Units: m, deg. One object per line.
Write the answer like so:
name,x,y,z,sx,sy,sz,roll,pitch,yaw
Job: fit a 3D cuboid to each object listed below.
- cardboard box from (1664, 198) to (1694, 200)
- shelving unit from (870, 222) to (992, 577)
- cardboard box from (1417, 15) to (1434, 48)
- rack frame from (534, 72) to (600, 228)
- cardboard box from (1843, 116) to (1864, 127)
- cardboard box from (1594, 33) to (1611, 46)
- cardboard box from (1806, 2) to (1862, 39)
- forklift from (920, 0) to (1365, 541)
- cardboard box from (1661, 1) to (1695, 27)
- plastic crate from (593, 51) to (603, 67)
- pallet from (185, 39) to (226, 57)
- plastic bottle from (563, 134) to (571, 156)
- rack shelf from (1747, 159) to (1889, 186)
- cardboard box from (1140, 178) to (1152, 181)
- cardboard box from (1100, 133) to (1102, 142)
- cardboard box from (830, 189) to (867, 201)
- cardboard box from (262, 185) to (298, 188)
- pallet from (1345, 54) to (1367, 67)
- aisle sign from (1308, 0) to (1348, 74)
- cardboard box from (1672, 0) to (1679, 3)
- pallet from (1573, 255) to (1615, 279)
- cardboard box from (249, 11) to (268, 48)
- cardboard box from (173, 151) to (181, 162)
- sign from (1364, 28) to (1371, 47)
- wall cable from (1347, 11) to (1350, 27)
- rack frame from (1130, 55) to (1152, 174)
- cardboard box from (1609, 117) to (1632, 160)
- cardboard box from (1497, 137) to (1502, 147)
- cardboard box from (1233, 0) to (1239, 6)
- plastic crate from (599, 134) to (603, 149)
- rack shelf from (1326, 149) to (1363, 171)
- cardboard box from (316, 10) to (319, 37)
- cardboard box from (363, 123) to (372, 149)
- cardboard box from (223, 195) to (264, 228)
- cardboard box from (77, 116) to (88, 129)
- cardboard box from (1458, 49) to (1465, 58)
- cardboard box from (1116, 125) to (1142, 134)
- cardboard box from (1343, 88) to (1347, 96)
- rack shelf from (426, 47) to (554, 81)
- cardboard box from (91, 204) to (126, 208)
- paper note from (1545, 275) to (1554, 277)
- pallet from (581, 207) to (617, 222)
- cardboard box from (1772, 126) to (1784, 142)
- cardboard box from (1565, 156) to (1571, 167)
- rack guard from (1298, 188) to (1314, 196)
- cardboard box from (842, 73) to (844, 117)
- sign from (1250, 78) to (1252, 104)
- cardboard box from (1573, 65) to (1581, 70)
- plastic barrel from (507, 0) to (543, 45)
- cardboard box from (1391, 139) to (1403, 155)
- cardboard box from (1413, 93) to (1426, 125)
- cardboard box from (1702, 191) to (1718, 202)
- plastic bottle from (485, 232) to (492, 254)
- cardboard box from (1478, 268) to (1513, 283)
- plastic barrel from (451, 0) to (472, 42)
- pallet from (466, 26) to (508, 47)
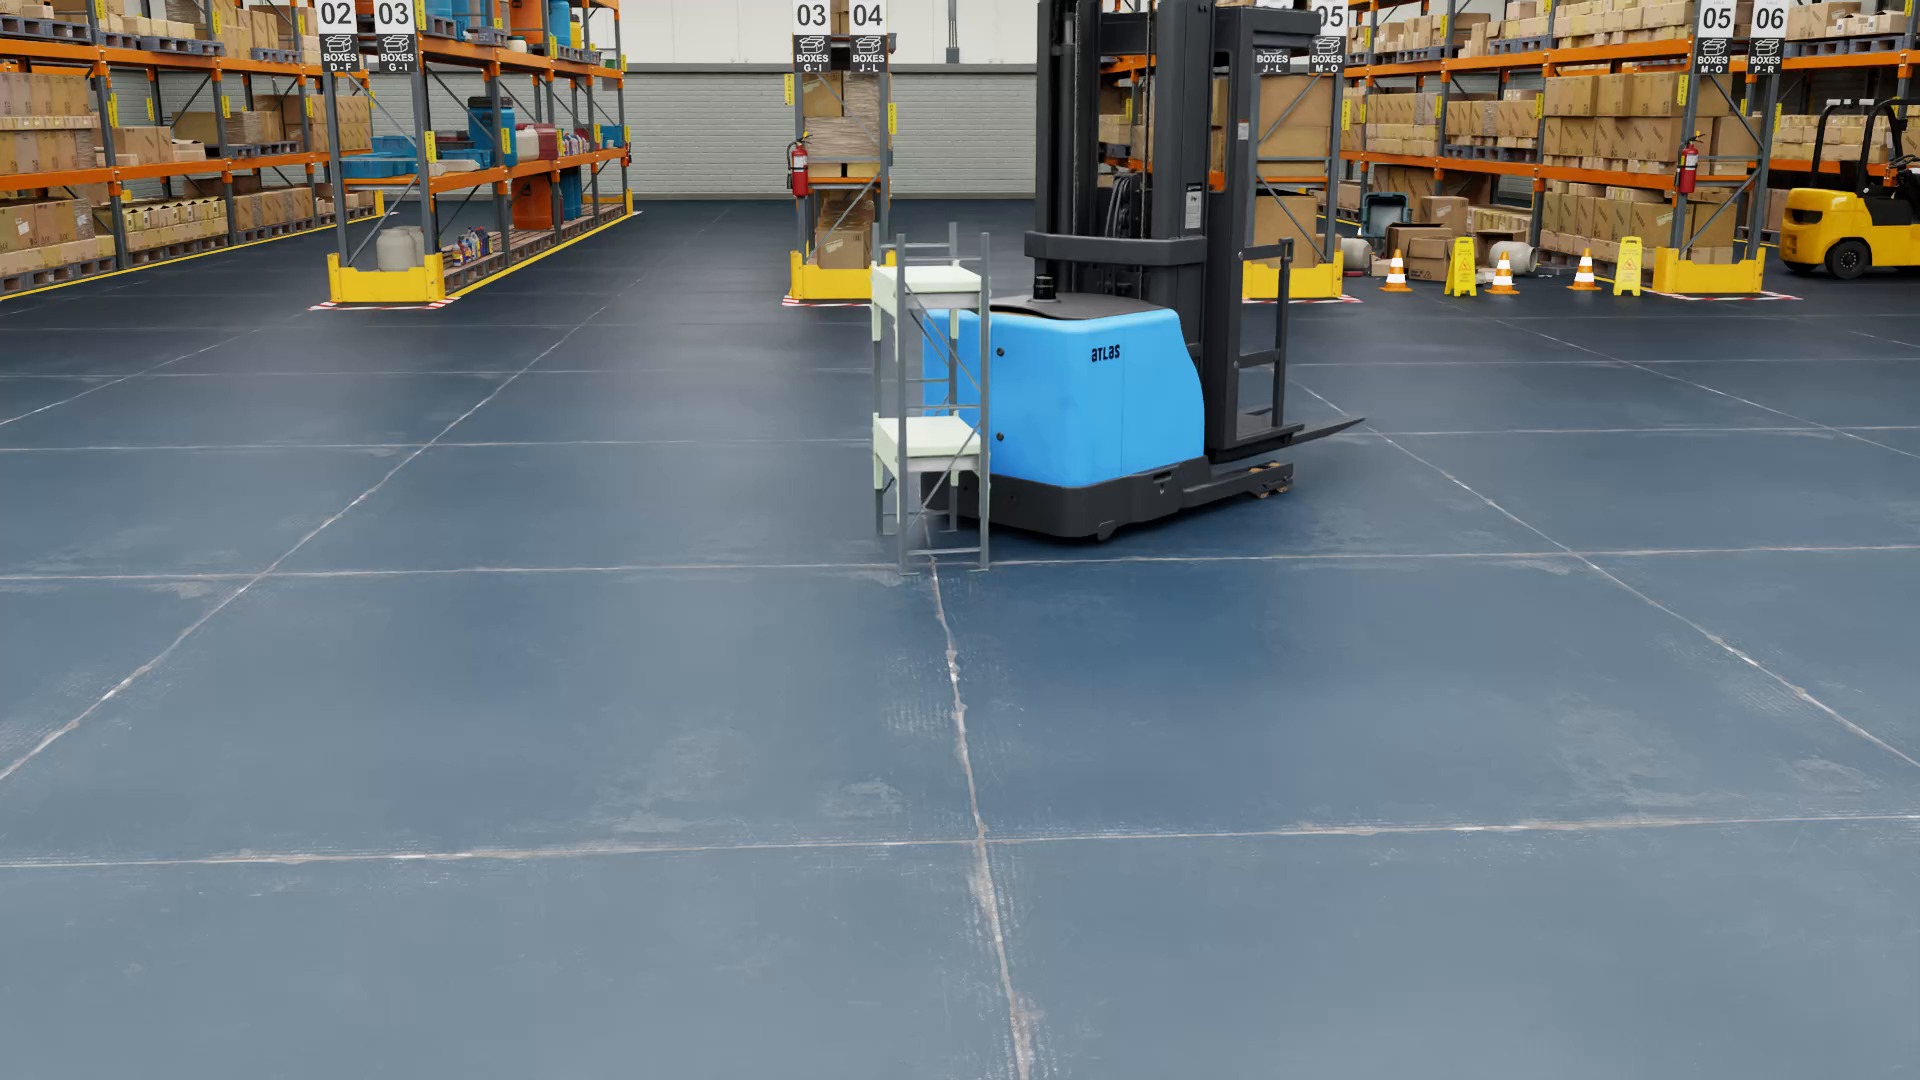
cardboard box,8.772,-4.003,20.734,0.500,0.500,0.500,-1,14,-2
shelving unit,-0.143,-0.665,7.600,0.431,1.500,0.755,-3,15,-11
cardboard box,7.861,-8.240,26.967,0.700,0.500,0.500,-2,15,-6
rack frame,-6.970,-7.057,29.435,1.000,3.000,0.127,-1,14,-3
cardboard box,12.926,-6.008,23.853,0.380,0.149,0.250,-1,14,-5
cardboard box,8.127,-6.225,20.684,0.380,0.149,0.250,-1,14,-5
cardboard box,12.931,-7.685,24.612,0.500,0.500,0.500,-1,14,-2
forklift,1.165,-1.716,8.812,1.130,2.935,3.031,13,19,41
cardboard box,8.307,-5.949,18.814,0.500,0.250,0.500,-1,14,-4
plastic crate,-6.773,-8.760,30.295,0.497,0.269,0.590,-1,14,-3
pallet,-11.535,-7.181,24.274,1.213,0.211,1.003,0,14,-1
plastic bottle,-6.518,-6.536,27.508,0.144,0.351,0.185,-1,14,-3
rack shelf,13.190,-5.524,24.918,1.077,0.370,4.000,-1,14,-3
cardboard box,2.874,-5.712,26.877,0.500,0.250,0.500,-1,14,-5
cardboard box,2.582,-6.837,28.241,0.380,0.149,0.250,-1,14,-4
cardboard box,-1.664,-5.207,24.871,0.500,0.250,0.500,1,14,3
cardboard box,-12.232,-6.121,29.932,0.500,0.500,0.500,-1,14,-3
pallet,7.752,-9.203,31.932,1.003,0.211,1.213,-1,14,-3
aisle sign,3.978,-5.447,17.959,0.394,0.787,0.004,-1,14,-3
cardboard box,8.315,-6.164,18.847,0.380,0.149,0.250,-1,14,-2
pallet,8.516,-3.476,21.112,1.003,0.211,1.213,-1,14,-3
cardboard box,-11.892,-8.442,27.554,0.600,0.600,0.600,-1,14,-4
cardboard box,-11.531,-5.549,24.077,0.380,0.149,0.250,0,14,1
sign,7.311,-9.019,29.844,0.100,0.325,0.005,-1,14,-3
wall cable,10.517,-12.660,39.096,2.988,3.039,0.133,-1,14,-3
rack frame,3.178,-6.190,26.066,1.000,3.000,0.127,-1,14,-3
cardboard box,8.246,-4.875,20.154,0.500,0.500,0.500,-1,14,-4
cardboard box,8.004,-5.756,24.041,0.380,0.149,0.250,-1,14,-3
cardboard box,3.284,-5.987,18.719,0.380,0.149,0.250,-1,14,-3
plastic crate,-6.881,-7.411,30.929,0.437,0.282,0.530,-1,14,-3
rack shelf,7.741,-7.436,32.350,1.077,0.370,4.000,-1,14,-3
cardboard box,-11.909,-9.338,30.073,0.700,0.500,0.500,-1,14,-3
cardboard box,-11.862,-7.918,32.579,0.500,0.500,0.500,0,14,-2
cardboard box,-11.447,-5.237,26.495,0.500,0.500,0.500,-1,14,-5
cardboard box,-11.174,-5.229,20.826,0.380,0.149,0.250,-1,14,-5
cardboard box,7.962,-7.542,25.803,0.380,0.149,0.250,-1,14,-3
cardboard box,2.693,-6.532,26.458,0.380,0.149,0.250,-1,14,-2
cardboard box,7.512,-8.524,31.627,0.380,0.149,0.250,-1,14,-5
rack shelf,-6.598,-6.669,23.351,1.077,0.370,4.000,-1,14,-3
cardboard box,-11.796,-4.485,22.988,0.500,0.311,0.500,-1,14,-4
paper note,7.357,-3.322,20.876,0.142,0.019,0.148,-6,16,-23
pallet,-7.133,-6.193,31.673,1.003,0.211,1.213,-1,14,-3
cardboard box,12.880,-6.300,25.791,0.500,0.250,0.500,0,14,-2
cardboard box,8.174,-4.964,21.806,0.380,0.149,0.250,-1,14,-4
rack guard,7.615,-7.077,34.528,1.175,0.500,0.348,-1,14,-3
cardboard box,-1.652,-5.332,19.926,0.500,0.500,0.500,-1,14,-3
sign,3.131,-4.871,18.140,0.100,0.325,0.005,-1,14,-3
cardboard box,12.336,-9.350,32.830,0.380,0.149,0.250,-1,14,-4
plastic barrel,-6.754,-8.068,25.638,0.600,0.830,0.708,-1,14,-3
cardboard box,7.700,-6.720,28.424,0.500,0.250,0.500,-1,14,-4
cardboard box,7.779,-7.077,27.303,0.500,0.500,0.500,-1,14,-2
cardboard box,12.805,-5.589,27.901,0.500,0.500,0.500,-1,14,-4
plastic bottle,-6.115,-3.851,21.541,0.061,0.283,0.133,0,14,-1
cardboard box,6.511,-3.216,20.228,0.380,0.149,0.250,7,16,26
plastic barrel,-6.722,-6.886,21.745,0.600,0.901,0.708,-1,14,-3
pallet,-6.332,-6.251,20.660,1.213,0.211,1.003,-1,14,-3
